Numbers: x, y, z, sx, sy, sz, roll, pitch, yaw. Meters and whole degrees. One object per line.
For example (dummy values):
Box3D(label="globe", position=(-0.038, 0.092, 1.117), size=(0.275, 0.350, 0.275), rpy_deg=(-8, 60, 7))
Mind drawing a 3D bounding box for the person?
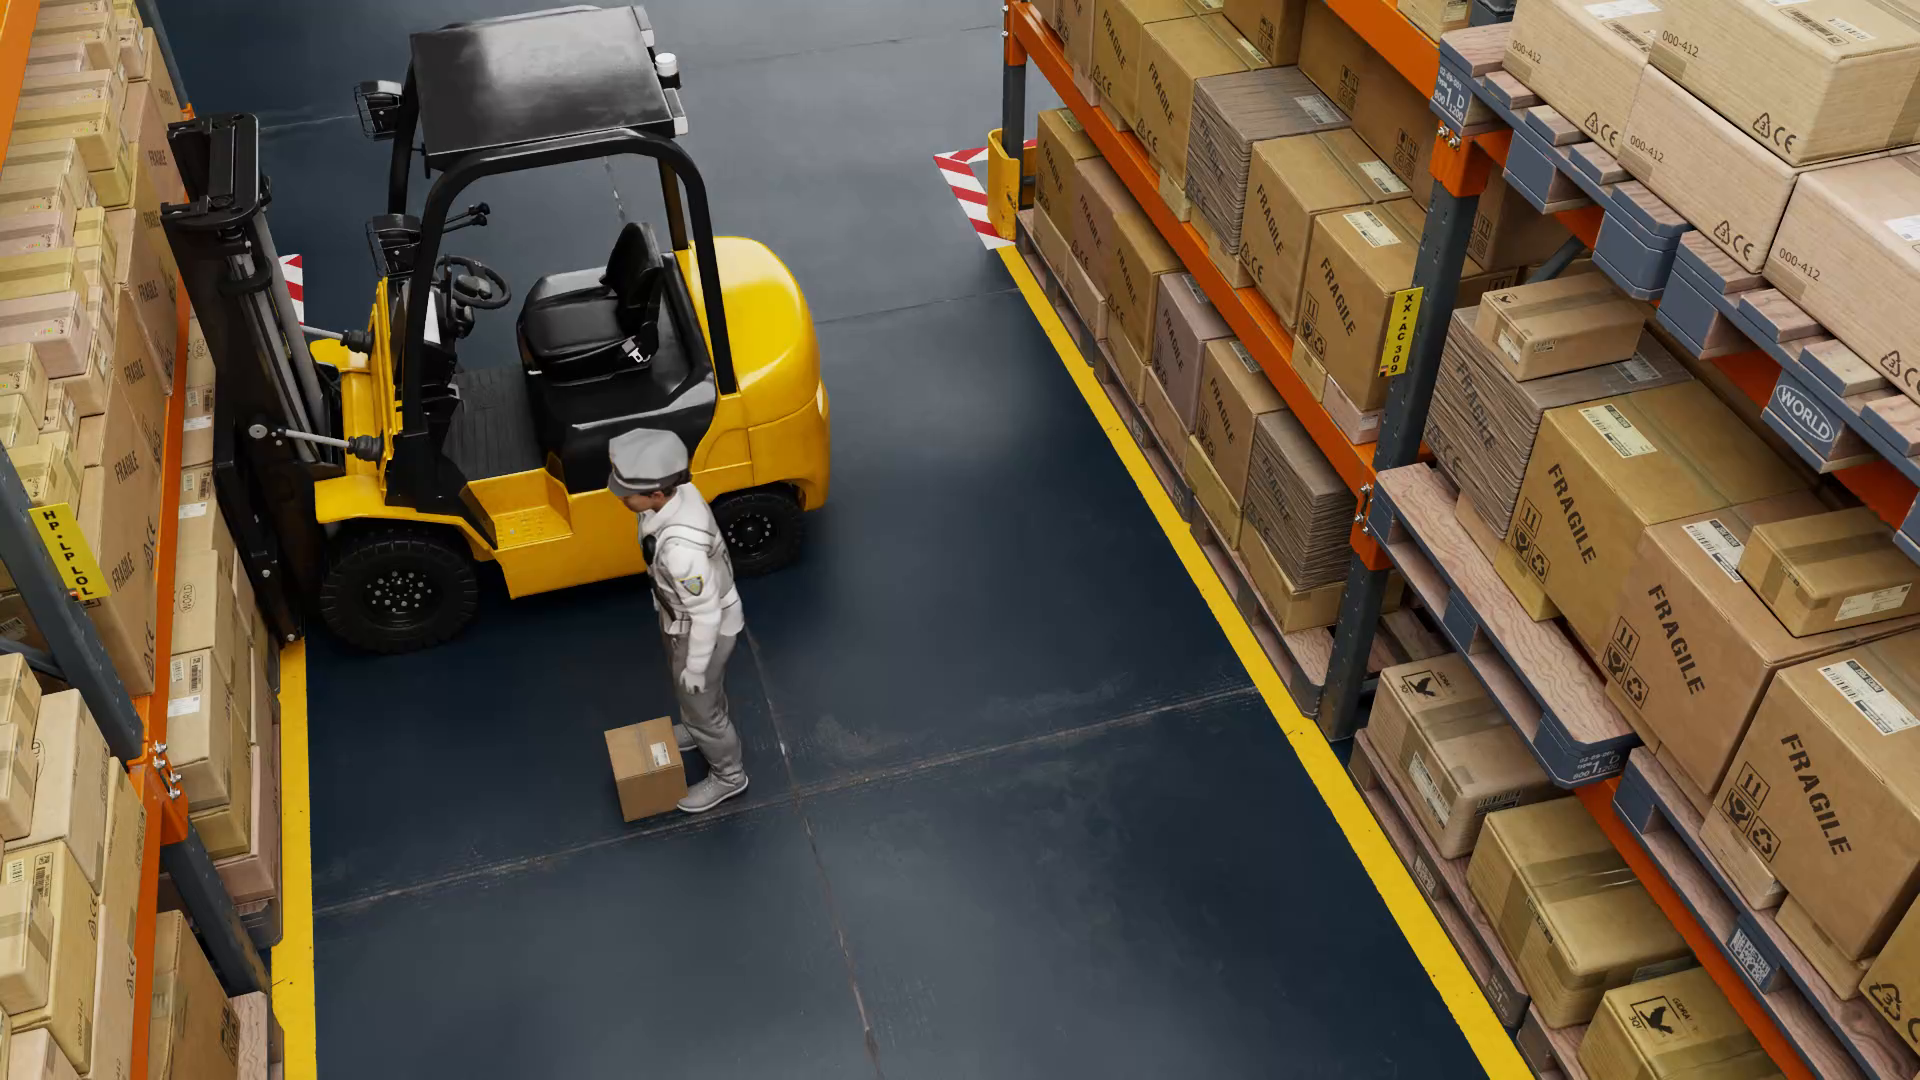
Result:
Box3D(label="person", position=(-0.952, 0.293, 5.838), size=(0.374, 1.664, 0.540), rpy_deg=(-13, 44, -14))
